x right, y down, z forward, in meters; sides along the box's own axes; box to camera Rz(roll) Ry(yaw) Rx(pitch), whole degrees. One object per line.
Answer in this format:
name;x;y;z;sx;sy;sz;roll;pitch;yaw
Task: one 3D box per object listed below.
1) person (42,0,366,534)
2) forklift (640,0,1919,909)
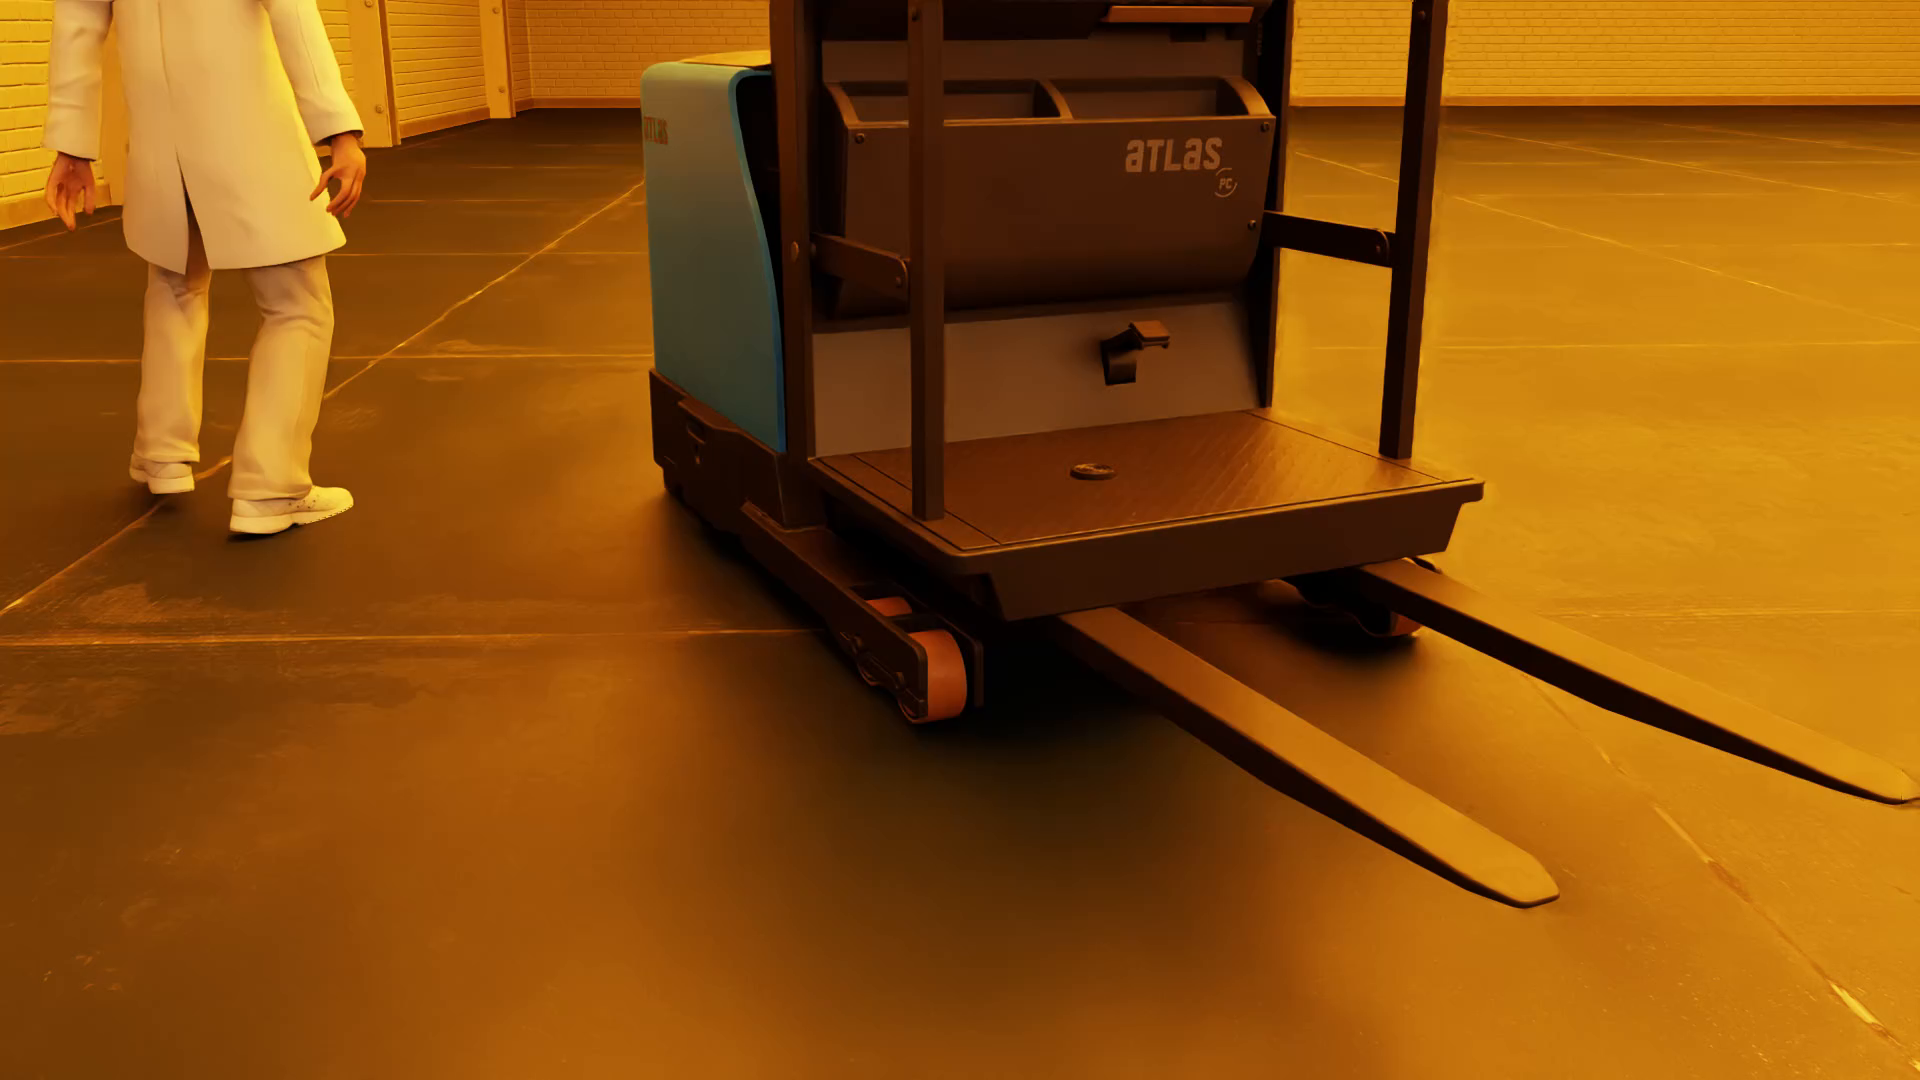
person;-1.764;-0.896;3.914;0.911;1.748;0.489;4;18;14
forklift;0.280;-1.227;2.919;1.130;2.935;3.031;-8;19;-24
